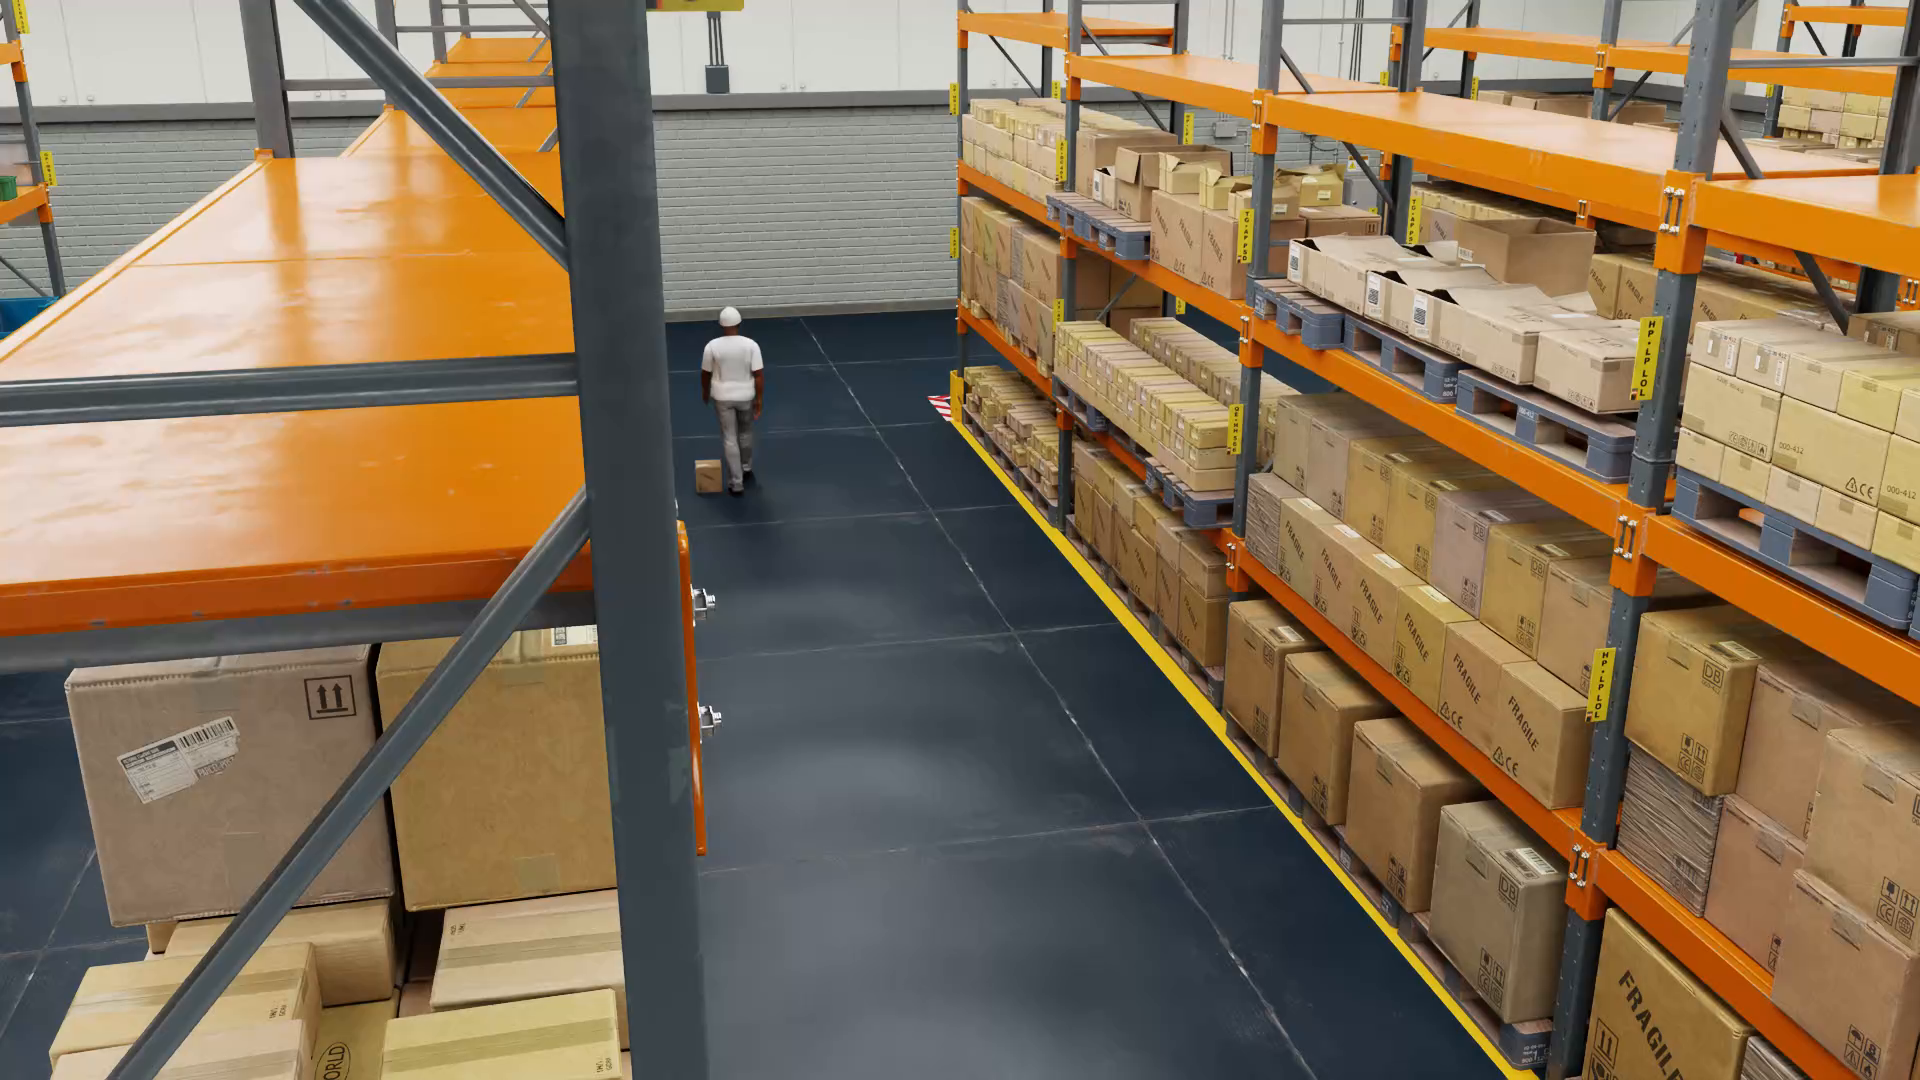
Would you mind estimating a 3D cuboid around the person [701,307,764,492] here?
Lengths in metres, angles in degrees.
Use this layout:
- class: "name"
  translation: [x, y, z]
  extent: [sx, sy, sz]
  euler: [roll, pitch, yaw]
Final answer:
- class: "person"
  translation: [-2.196, -1.405, 15.957]
  extent: [0.568, 1.733, 0.920]
  euler: [-5, 20, -15]
